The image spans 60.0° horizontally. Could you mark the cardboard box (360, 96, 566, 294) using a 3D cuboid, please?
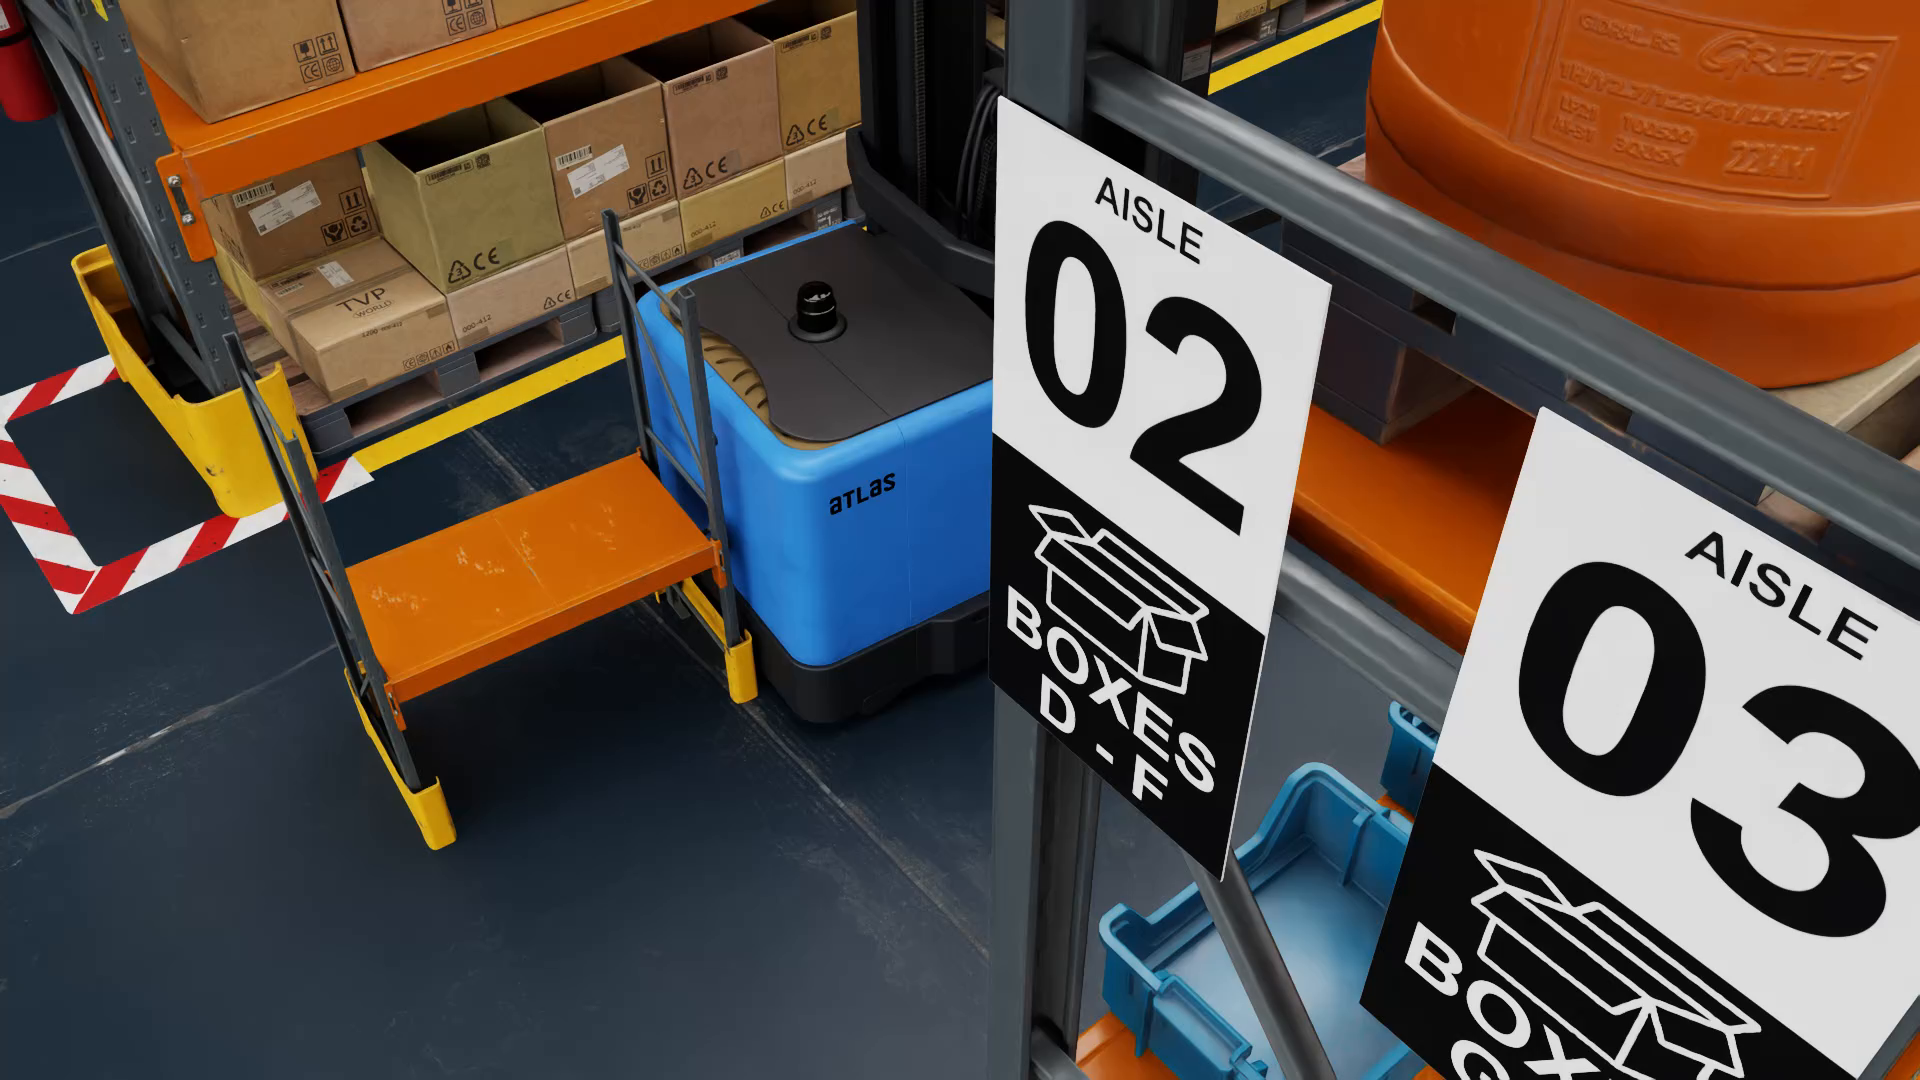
[{"bbox_3d":[-1.831,-1.308,6.106,0.500,0.500,0.500,-30,51,-28],"label":"cardboard box"}]

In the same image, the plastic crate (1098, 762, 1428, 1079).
[{"bbox_3d":[0.600,0.735,2.885,0.616,0.251,0.499,-30,51,-28],"label":"plastic crate"}]

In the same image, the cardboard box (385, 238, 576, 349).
[{"bbox_3d":[-1.832,-1.036,6.364,0.500,0.250,0.500,-30,51,-28],"label":"cardboard box"}]

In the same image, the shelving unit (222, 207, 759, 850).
[{"bbox_3d":[-1.237,-0.020,4.675,1.083,1.500,0.587,-25,49,-24],"label":"shelving unit"}]

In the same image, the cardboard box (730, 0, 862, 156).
[{"bbox_3d":[-0.686,-1.972,6.813,0.500,0.500,0.500,-30,51,-28],"label":"cardboard box"}]

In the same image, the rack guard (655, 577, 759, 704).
[{"bbox_3d":[-0.824,0.245,5.306,0.087,0.250,0.587,-25,49,-24],"label":"rack guard"}]

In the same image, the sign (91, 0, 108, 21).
[{"bbox_3d":[-2.415,-1.595,4.567,0.005,0.325,0.100,-30,51,-28],"label":"sign"}]

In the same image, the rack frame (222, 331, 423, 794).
[{"bbox_3d":[-1.666,0.178,4.465,0.032,1.500,0.500,-25,49,-24],"label":"rack frame"}]

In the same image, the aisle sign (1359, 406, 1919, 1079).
[{"bbox_3d":[0.541,0.296,1.345,0.004,0.787,0.394,-30,51,-28],"label":"aisle sign"}]

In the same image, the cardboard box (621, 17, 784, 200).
[{"bbox_3d":[-1.061,-1.745,6.571,0.500,0.500,0.500,-30,51,-28],"label":"cardboard box"}]

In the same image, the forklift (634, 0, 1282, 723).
[{"bbox_3d":[0.517,-1.306,4.999,3.031,2.935,1.130,-25,49,-24],"label":"forklift"}]

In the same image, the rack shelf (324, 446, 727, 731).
[{"bbox_3d":[-1.245,0.115,4.795,1.000,0.185,0.538,-25,49,-24],"label":"rack shelf"}]

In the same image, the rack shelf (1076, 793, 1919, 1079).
[{"bbox_3d":[1.942,0.442,3.614,4.000,0.370,1.077,-30,51,-28],"label":"rack shelf"}]

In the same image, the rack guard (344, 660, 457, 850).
[{"bbox_3d":[-1.650,0.626,4.900,0.087,0.250,0.587,-25,49,-24],"label":"rack guard"}]

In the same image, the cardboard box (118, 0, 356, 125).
[{"bbox_3d":[-2.401,-1.780,5.381,0.500,0.500,0.700,-30,51,-28],"label":"cardboard box"}]

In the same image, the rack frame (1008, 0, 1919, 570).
[{"bbox_3d":[0.408,-1.129,0.379,0.127,3.000,1.000,-30,51,-28],"label":"rack frame"}]

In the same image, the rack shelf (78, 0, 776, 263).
[{"bbox_3d":[-1.233,-2.161,6.385,4.000,0.370,1.077,-30,51,-28],"label":"rack shelf"}]

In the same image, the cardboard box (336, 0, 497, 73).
[{"bbox_3d":[-2.001,-2.013,5.629,0.500,0.500,0.700,-28,50,-27],"label":"cardboard box"}]

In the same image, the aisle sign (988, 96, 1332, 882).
[{"bbox_3d":[0.162,-0.014,1.675,0.004,0.787,0.394,-30,51,-28],"label":"aisle sign"}]

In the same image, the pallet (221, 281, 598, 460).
[{"bbox_3d":[-2.207,-0.886,6.539,1.213,0.211,1.003,-30,51,-28],"label":"pallet"}]

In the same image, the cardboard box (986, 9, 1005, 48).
[{"bbox_3d":[0.086,-2.134,7.533,0.500,0.250,0.500,-30,51,-28],"label":"cardboard box"}]

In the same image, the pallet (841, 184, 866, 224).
[{"bbox_3d":[-0.336,-1.958,7.680,1.213,0.211,1.003,-30,51,-28],"label":"pallet"}]

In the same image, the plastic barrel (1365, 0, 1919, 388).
[{"bbox_3d":[0.699,-0.625,1.413,0.708,0.830,0.600,-30,51,-28],"label":"plastic barrel"}]

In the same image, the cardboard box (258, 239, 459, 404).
[{"bbox_3d":[-2.213,-0.814,6.128,0.500,0.250,0.500,-30,51,-28],"label":"cardboard box"}]

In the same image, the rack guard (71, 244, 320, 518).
[{"bbox_3d":[-2.785,-0.623,6.048,0.348,0.500,1.175,-30,51,-28],"label":"rack guard"}]

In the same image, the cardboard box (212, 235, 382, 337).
[{"bbox_3d":[-2.545,-1.086,6.417,0.500,0.250,0.500,-30,51,-28],"label":"cardboard box"}]

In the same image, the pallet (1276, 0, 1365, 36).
[{"bbox_3d":[1.778,-3.168,8.969,1.213,0.211,1.003,-30,51,-28],"label":"pallet"}]

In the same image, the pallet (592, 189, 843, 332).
[{"bbox_3d":[-1.272,-1.419,7.107,1.213,0.211,1.003,-30,51,-28],"label":"pallet"}]

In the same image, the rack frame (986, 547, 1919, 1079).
[{"bbox_3d":[0.408,1.058,2.432,0.127,3.000,1.000,-30,51,-28],"label":"rack frame"}]

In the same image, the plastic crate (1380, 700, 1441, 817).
[{"bbox_3d":[1.102,0.453,3.185,0.408,0.251,0.499,-30,51,-28],"label":"plastic crate"}]

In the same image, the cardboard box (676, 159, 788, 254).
[{"bbox_3d":[-1.061,-1.472,6.828,0.500,0.250,0.500,-30,51,-28],"label":"cardboard box"}]

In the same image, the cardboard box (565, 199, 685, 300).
[{"bbox_3d":[-1.448,-1.255,6.597,0.500,0.250,0.500,-30,51,-28],"label":"cardboard box"}]

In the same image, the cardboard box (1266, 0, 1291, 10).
[{"bbox_3d":[1.558,-2.952,8.404,0.500,0.250,0.500,-31,52,-29],"label":"cardboard box"}]

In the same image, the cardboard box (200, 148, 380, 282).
[{"bbox_3d":[-2.547,-1.361,6.162,0.500,0.500,0.500,-30,51,-28],"label":"cardboard box"}]

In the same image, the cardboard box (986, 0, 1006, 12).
[{"bbox_3d":[0.433,-2.787,8.228,0.500,0.250,0.500,-30,51,-28],"label":"cardboard box"}]

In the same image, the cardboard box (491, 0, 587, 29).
[{"bbox_3d":[-1.616,-2.228,5.858,0.500,0.500,0.700,-29,51,-28],"label":"cardboard box"}]

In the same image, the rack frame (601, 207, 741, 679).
[{"bbox_3d":[-0.823,-0.211,4.879,0.032,1.500,0.500,-25,49,-24],"label":"rack frame"}]

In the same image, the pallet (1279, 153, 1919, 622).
[{"bbox_3d":[1.106,-0.279,1.802,1.213,0.211,1.003,-30,51,-28],"label":"pallet"}]

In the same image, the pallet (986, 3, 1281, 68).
[{"bbox_3d":[0.841,-2.629,8.395,1.213,0.211,1.003,-30,51,-28],"label":"pallet"}]

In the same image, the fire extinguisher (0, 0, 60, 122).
[{"bbox_3d":[-3.156,-1.709,5.435,0.183,0.674,0.296,-30,51,-28],"label":"fire extinguisher"}]

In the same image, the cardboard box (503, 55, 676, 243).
[{"bbox_3d":[-1.455,-1.535,6.347,0.500,0.500,0.500,-30,51,-28],"label":"cardboard box"}]

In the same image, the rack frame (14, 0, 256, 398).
[{"bbox_3d":[-2.767,-1.545,5.204,0.127,3.000,1.000,-30,51,-28],"label":"rack frame"}]

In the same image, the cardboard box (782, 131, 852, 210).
[{"bbox_3d":[-0.678,-1.692,7.062,0.500,0.250,0.500,-30,51,-28],"label":"cardboard box"}]

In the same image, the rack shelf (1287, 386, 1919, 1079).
[{"bbox_3d":[1.942,-0.652,2.587,4.000,0.370,1.077,-30,51,-28],"label":"rack shelf"}]

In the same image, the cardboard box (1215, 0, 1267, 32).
[{"bbox_3d":[1.163,-2.723,8.160,0.500,0.250,0.500,-29,50,-27],"label":"cardboard box"}]

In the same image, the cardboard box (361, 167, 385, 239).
[{"bbox_3d":[-2.169,-1.312,6.658,0.500,0.250,0.500,-30,51,-28],"label":"cardboard box"}]
